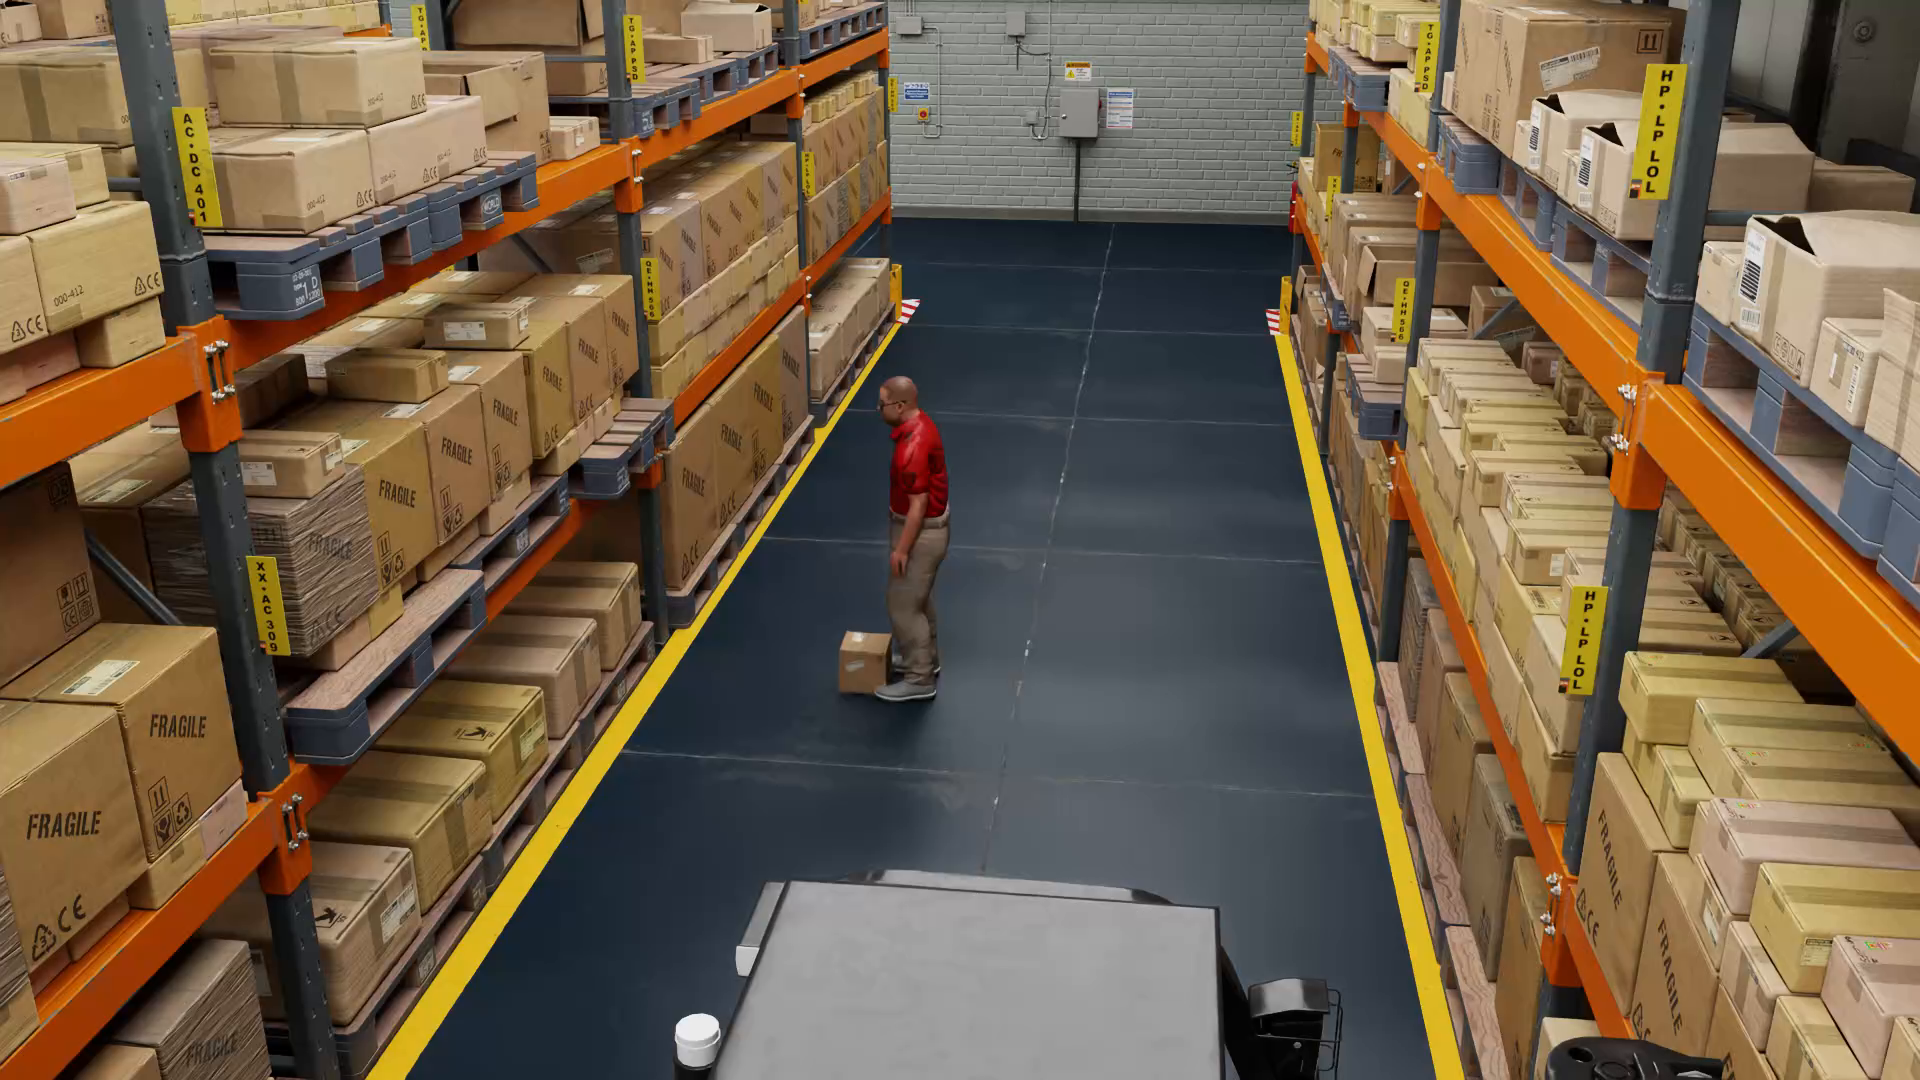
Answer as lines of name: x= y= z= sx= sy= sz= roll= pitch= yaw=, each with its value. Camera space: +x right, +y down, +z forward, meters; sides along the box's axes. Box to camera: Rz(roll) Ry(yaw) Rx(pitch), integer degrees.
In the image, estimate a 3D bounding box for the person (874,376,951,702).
person: x=-0.249 y=-0.017 z=8.646 sx=0.390 sy=1.727 sz=0.578 roll=2 pitch=21 yaw=4
